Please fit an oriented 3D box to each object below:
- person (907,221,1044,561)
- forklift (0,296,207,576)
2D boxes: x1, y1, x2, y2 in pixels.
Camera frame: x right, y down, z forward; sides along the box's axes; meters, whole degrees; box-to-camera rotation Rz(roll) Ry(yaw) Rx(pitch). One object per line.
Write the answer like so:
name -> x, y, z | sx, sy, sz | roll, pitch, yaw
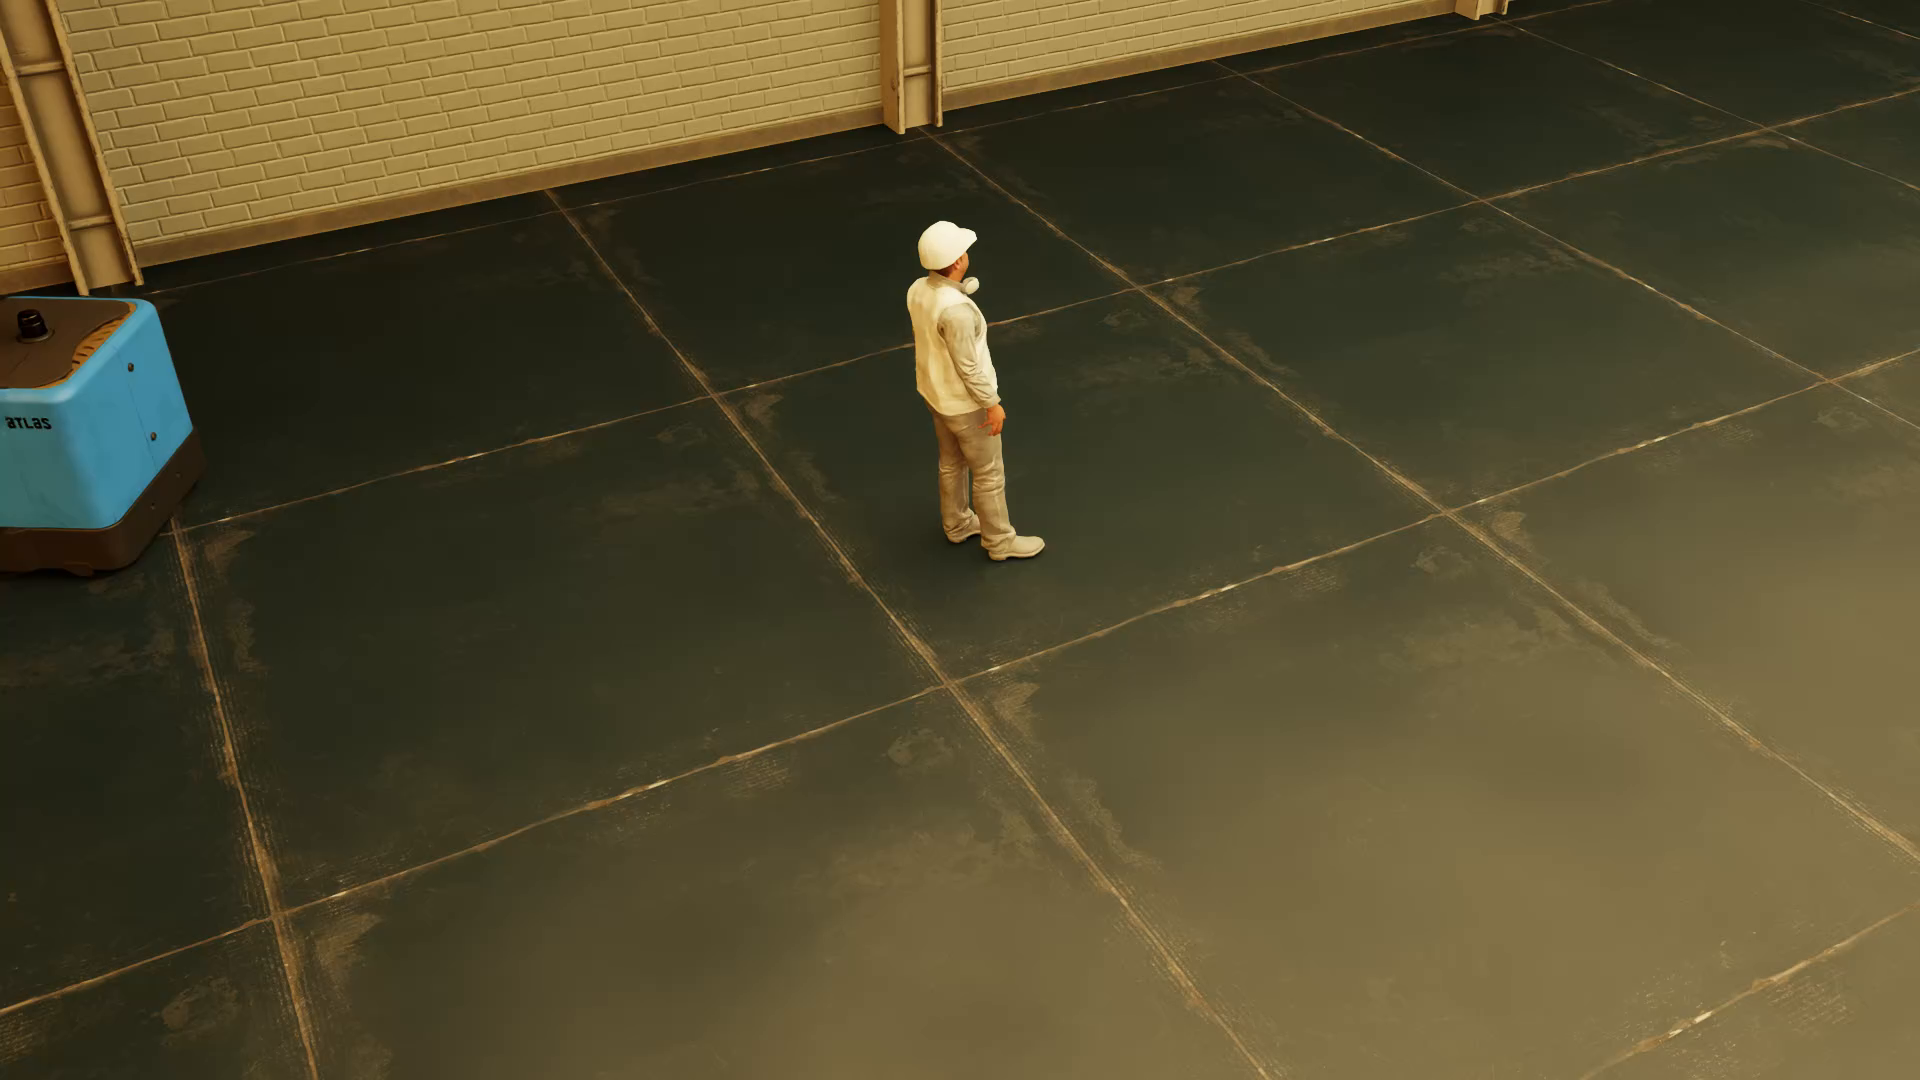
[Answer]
person -> 0.061, -0.744, 8.164 | 0.564, 1.773, 0.632 | -17, 39, -23
forklift -> -5.654, -1.328, 8.002 | 3.031, 2.935, 1.130 | 2, 35, 2
